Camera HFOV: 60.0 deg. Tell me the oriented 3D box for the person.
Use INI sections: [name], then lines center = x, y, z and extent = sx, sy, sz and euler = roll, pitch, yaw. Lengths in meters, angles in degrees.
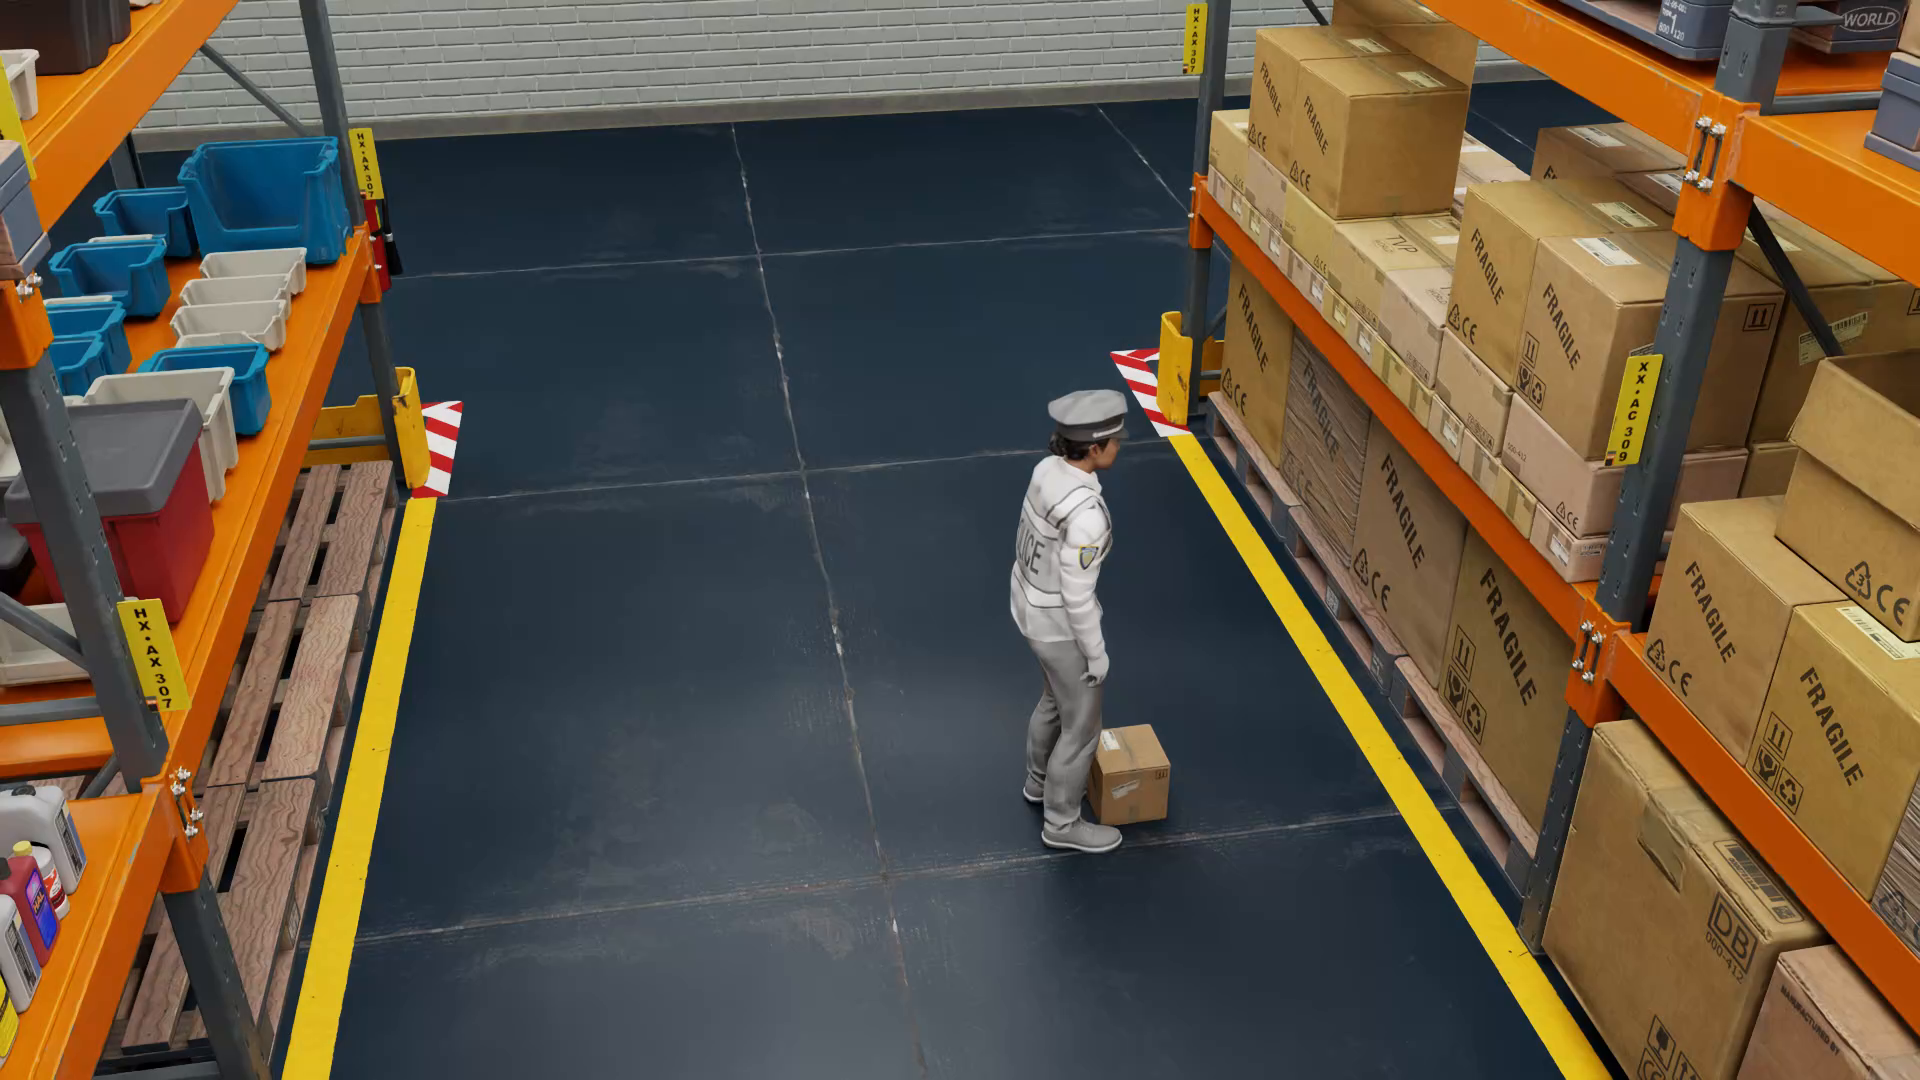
[person]
center = 0.365, 0.280, 5.661
extent = 0.369, 1.663, 0.518
euler = -6, 31, -11
